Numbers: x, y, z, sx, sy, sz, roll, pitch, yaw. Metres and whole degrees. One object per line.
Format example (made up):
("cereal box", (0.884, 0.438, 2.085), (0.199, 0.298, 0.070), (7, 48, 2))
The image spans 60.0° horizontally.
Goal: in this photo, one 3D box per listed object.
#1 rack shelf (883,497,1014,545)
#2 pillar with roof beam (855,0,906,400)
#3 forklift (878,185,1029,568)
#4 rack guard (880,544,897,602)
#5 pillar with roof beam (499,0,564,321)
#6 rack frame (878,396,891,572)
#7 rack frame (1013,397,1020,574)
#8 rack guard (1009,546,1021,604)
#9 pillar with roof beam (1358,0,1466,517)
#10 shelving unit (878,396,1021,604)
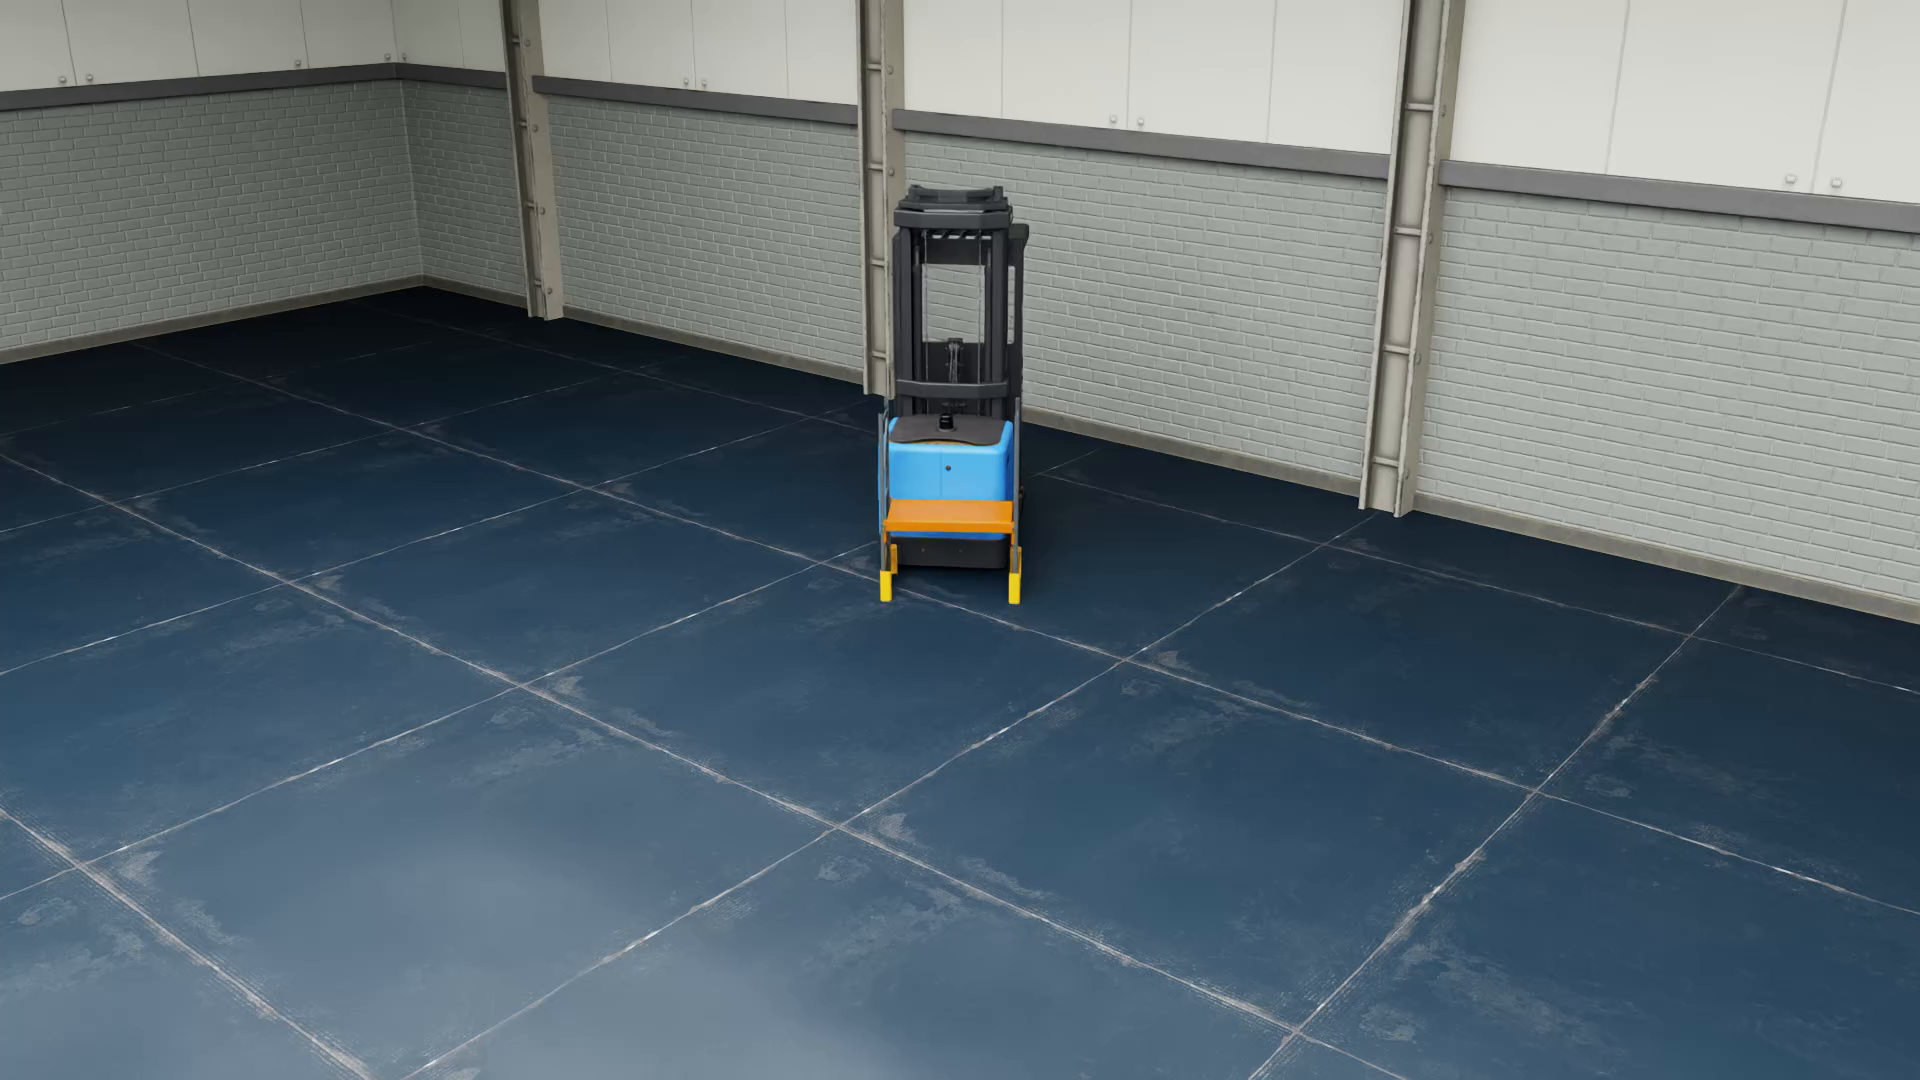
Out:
("rack shelf", (-0.074, -0.150, 12.944), (1.000, 0.185, 0.538), (1, 21, 3))
("pillar with roof beam", (-3.546, -4.657, 13.765), (0.400, 9.000, 9.100), (16, 26, 36))
("forklift", (0.008, -1.622, 14.317), (1.130, 2.935, 3.031), (2, 21, 6))
("rack guard", (-0.562, 0.257, 13.127), (0.087, 0.250, 0.587), (1, 21, 3))
("pillar with roof beam", (-8.195, -5.995, 17.315), (0.400, 9.000, 9.100), (16, 26, 36))
("rack frame", (-0.581, -0.326, 12.902), (0.032, 1.500, 0.500), (1, 21, 3))
("rack frame", (0.434, -0.309, 12.857), (0.032, 1.500, 0.500), (1, 21, 3))
("rack guard", (0.433, 0.274, 13.083), (0.087, 0.250, 0.587), (1, 21, 3))
("pillar with roof beam", (1.102, -3.318, 10.216), (0.400, 9.000, 9.100), (16, 26, 36))
("shelving unit", (-0.065, -0.317, 12.879), (1.083, 1.500, 0.587), (1, 21, 3))
